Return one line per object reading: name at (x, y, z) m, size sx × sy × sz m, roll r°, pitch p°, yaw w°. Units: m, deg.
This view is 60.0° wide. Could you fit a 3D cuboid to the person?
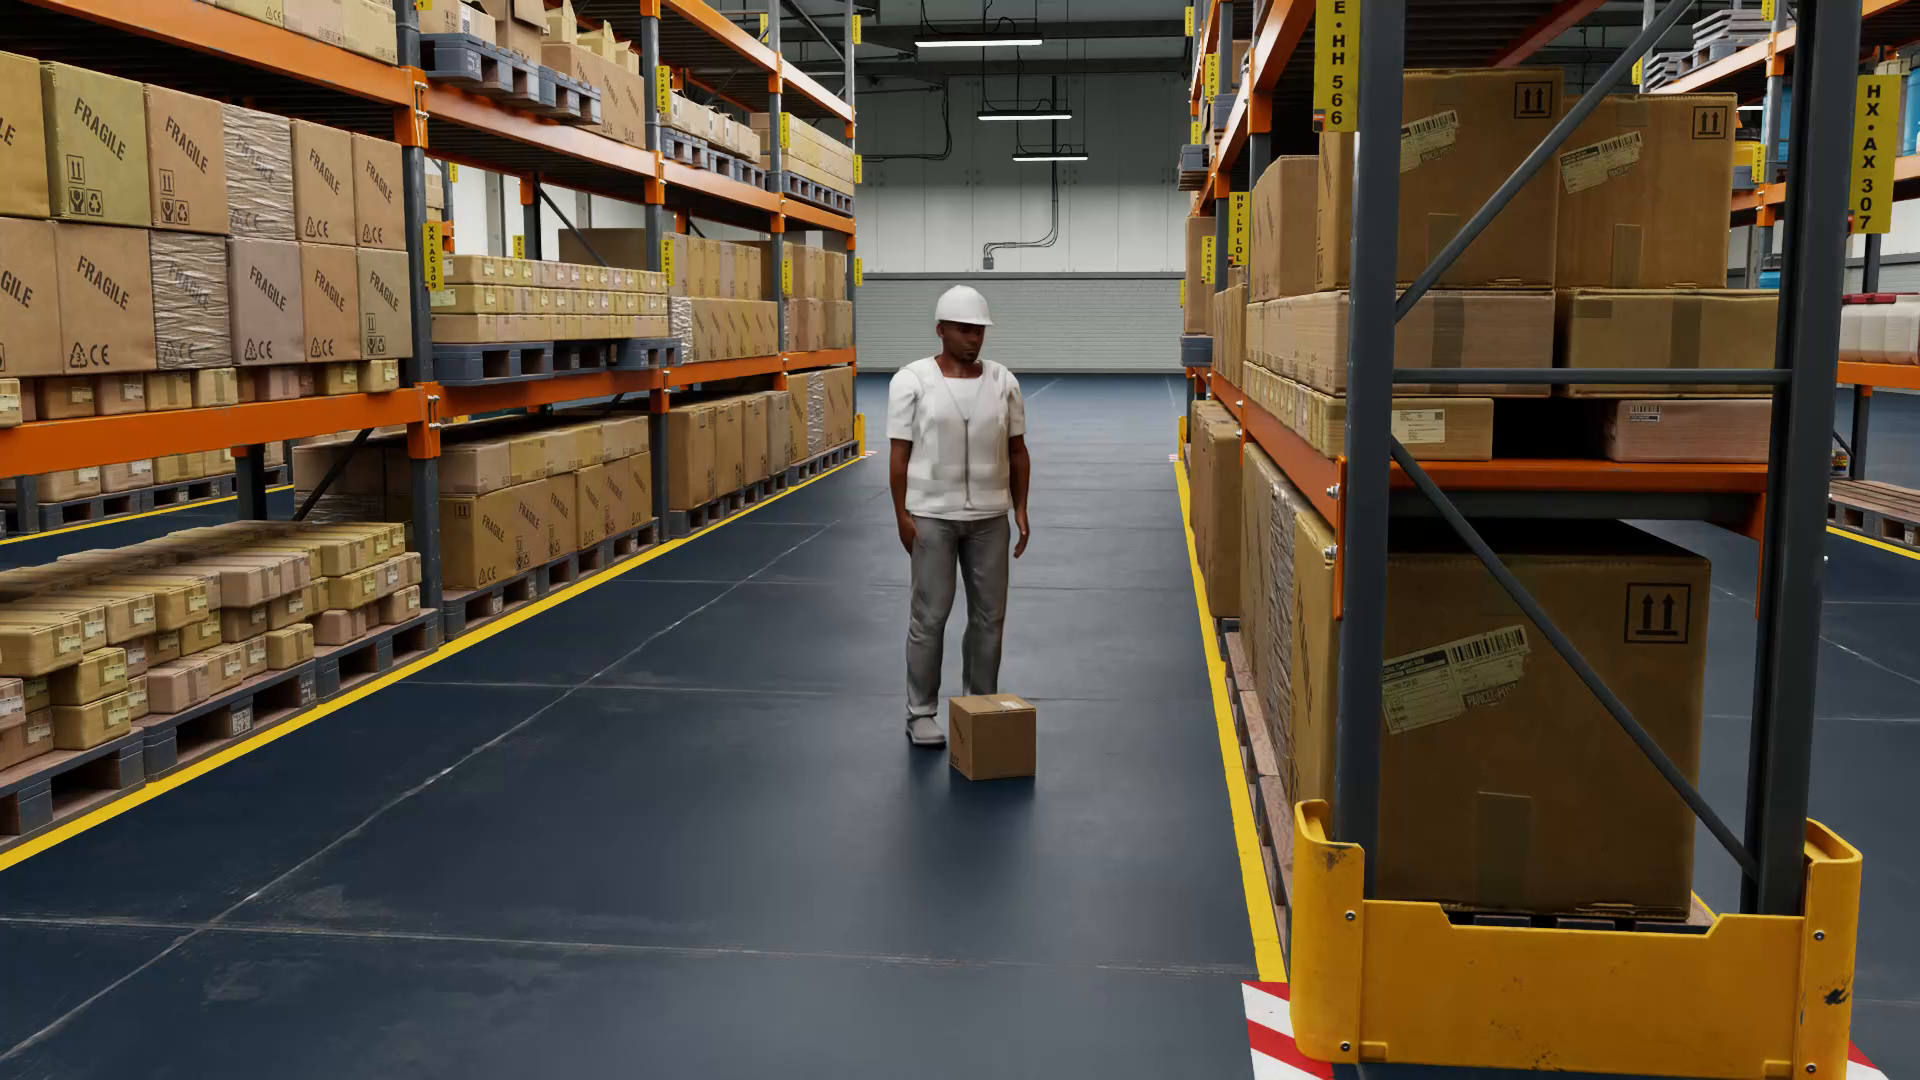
person at (0.004, -0.098, 6.449) m, size 0.566 × 1.763 × 0.360 m, roll -2°, pitch 8°, yaw -17°
